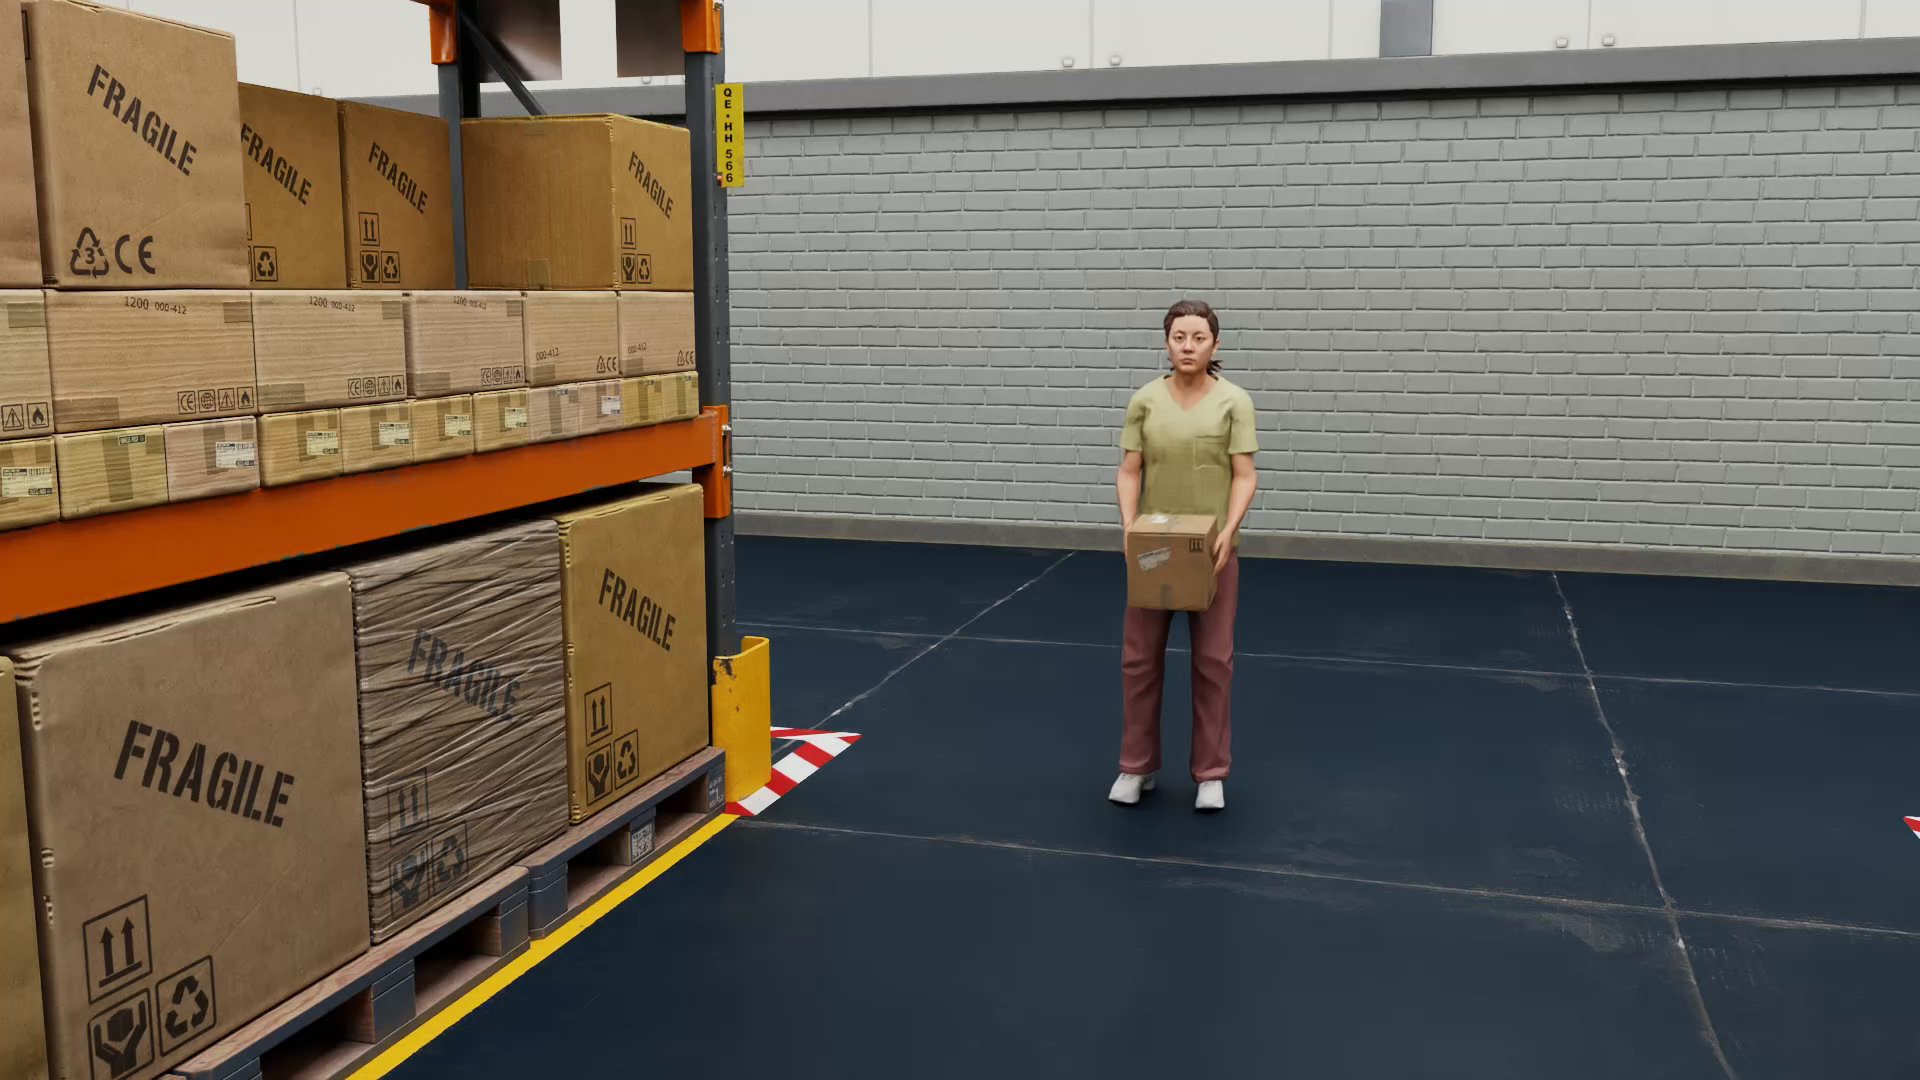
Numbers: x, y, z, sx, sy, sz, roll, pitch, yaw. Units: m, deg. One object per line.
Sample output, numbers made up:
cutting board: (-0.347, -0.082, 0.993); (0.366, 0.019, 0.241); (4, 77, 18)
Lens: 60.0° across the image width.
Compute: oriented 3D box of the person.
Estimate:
person: (0.741, 0.048, 5.510); (0.468, 1.675, 0.435); (2, 9, 15)
